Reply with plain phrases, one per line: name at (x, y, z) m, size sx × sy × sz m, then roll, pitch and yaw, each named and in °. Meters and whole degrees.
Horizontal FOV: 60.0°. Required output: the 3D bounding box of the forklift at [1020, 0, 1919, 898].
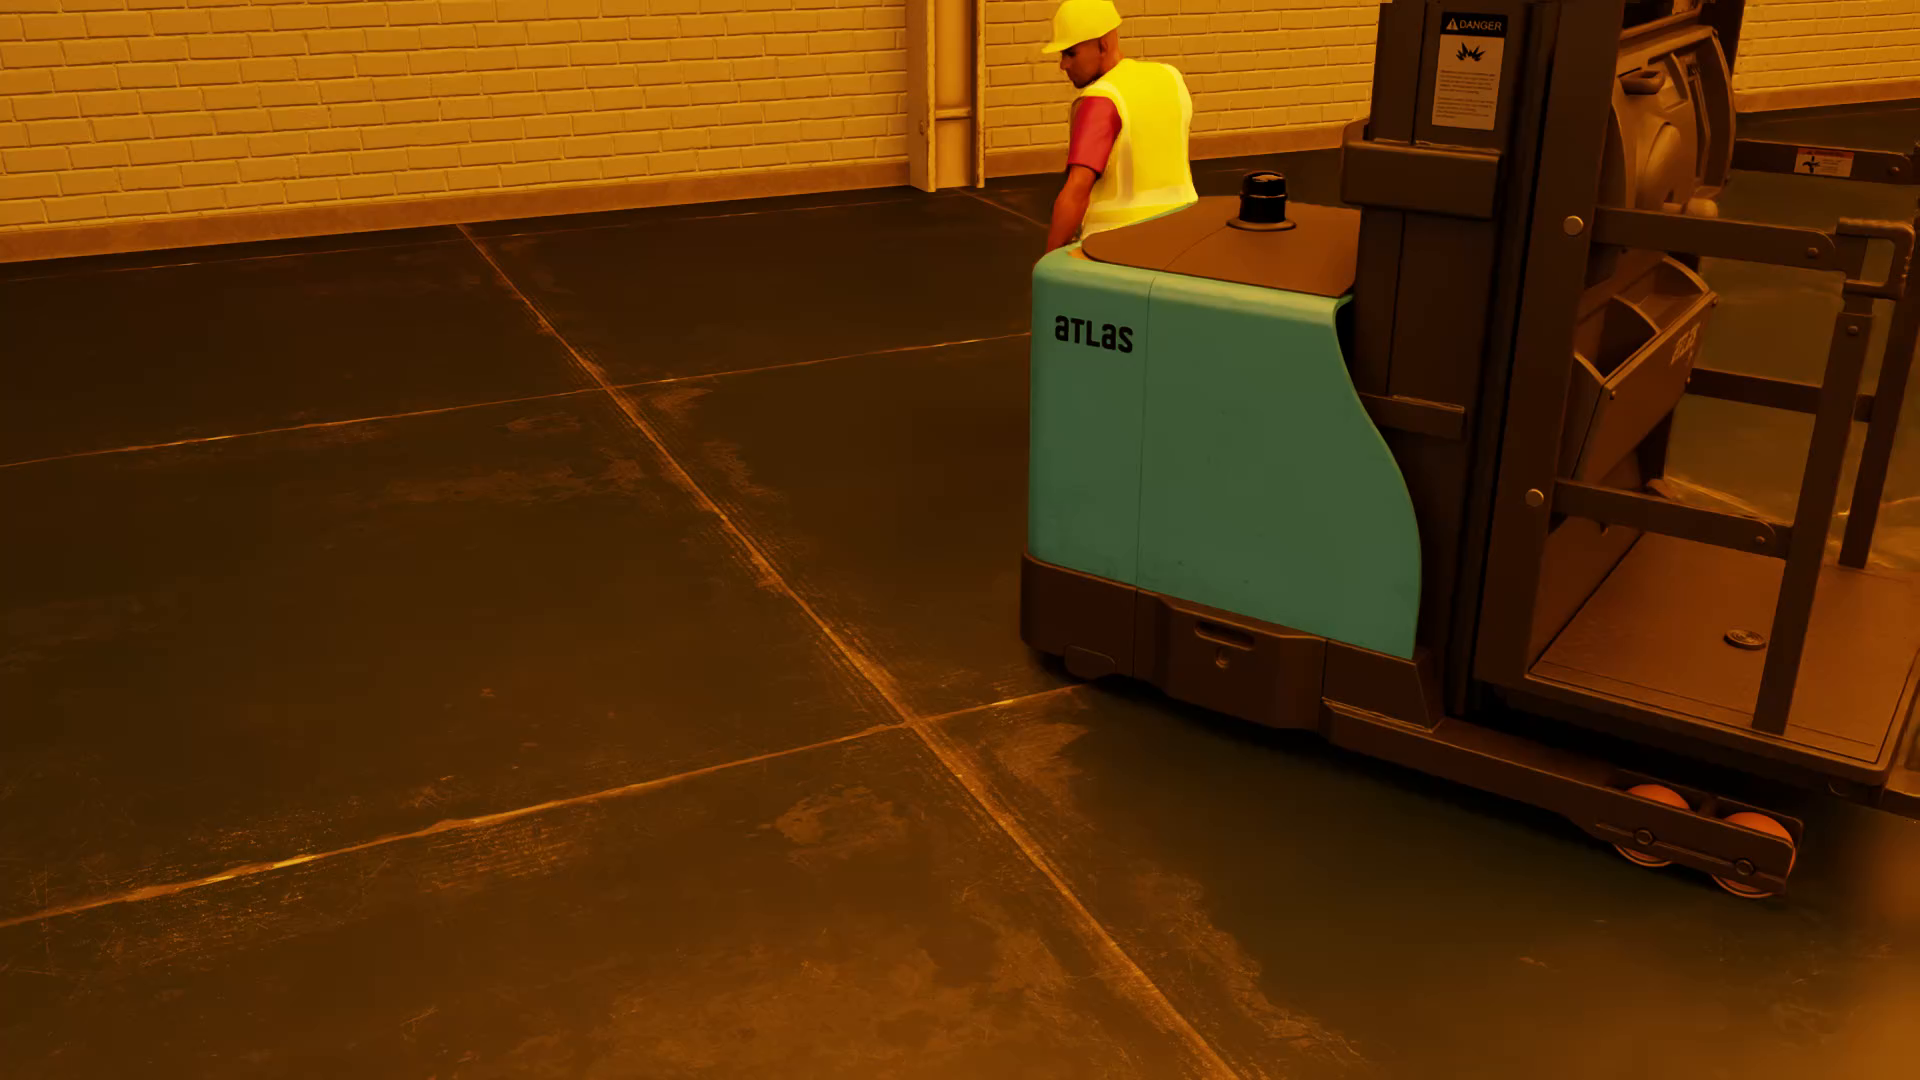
forklift at (1.657, -0.862, 3.362) m, size 3.031 × 2.935 × 1.130 m, roll 15°, pitch 27°, yaw 32°

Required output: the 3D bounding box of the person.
person at (0.526, -1.070, 5.728) m, size 0.680 × 1.542 × 0.833 m, roll -8°, pitch 24°, yaw -18°
